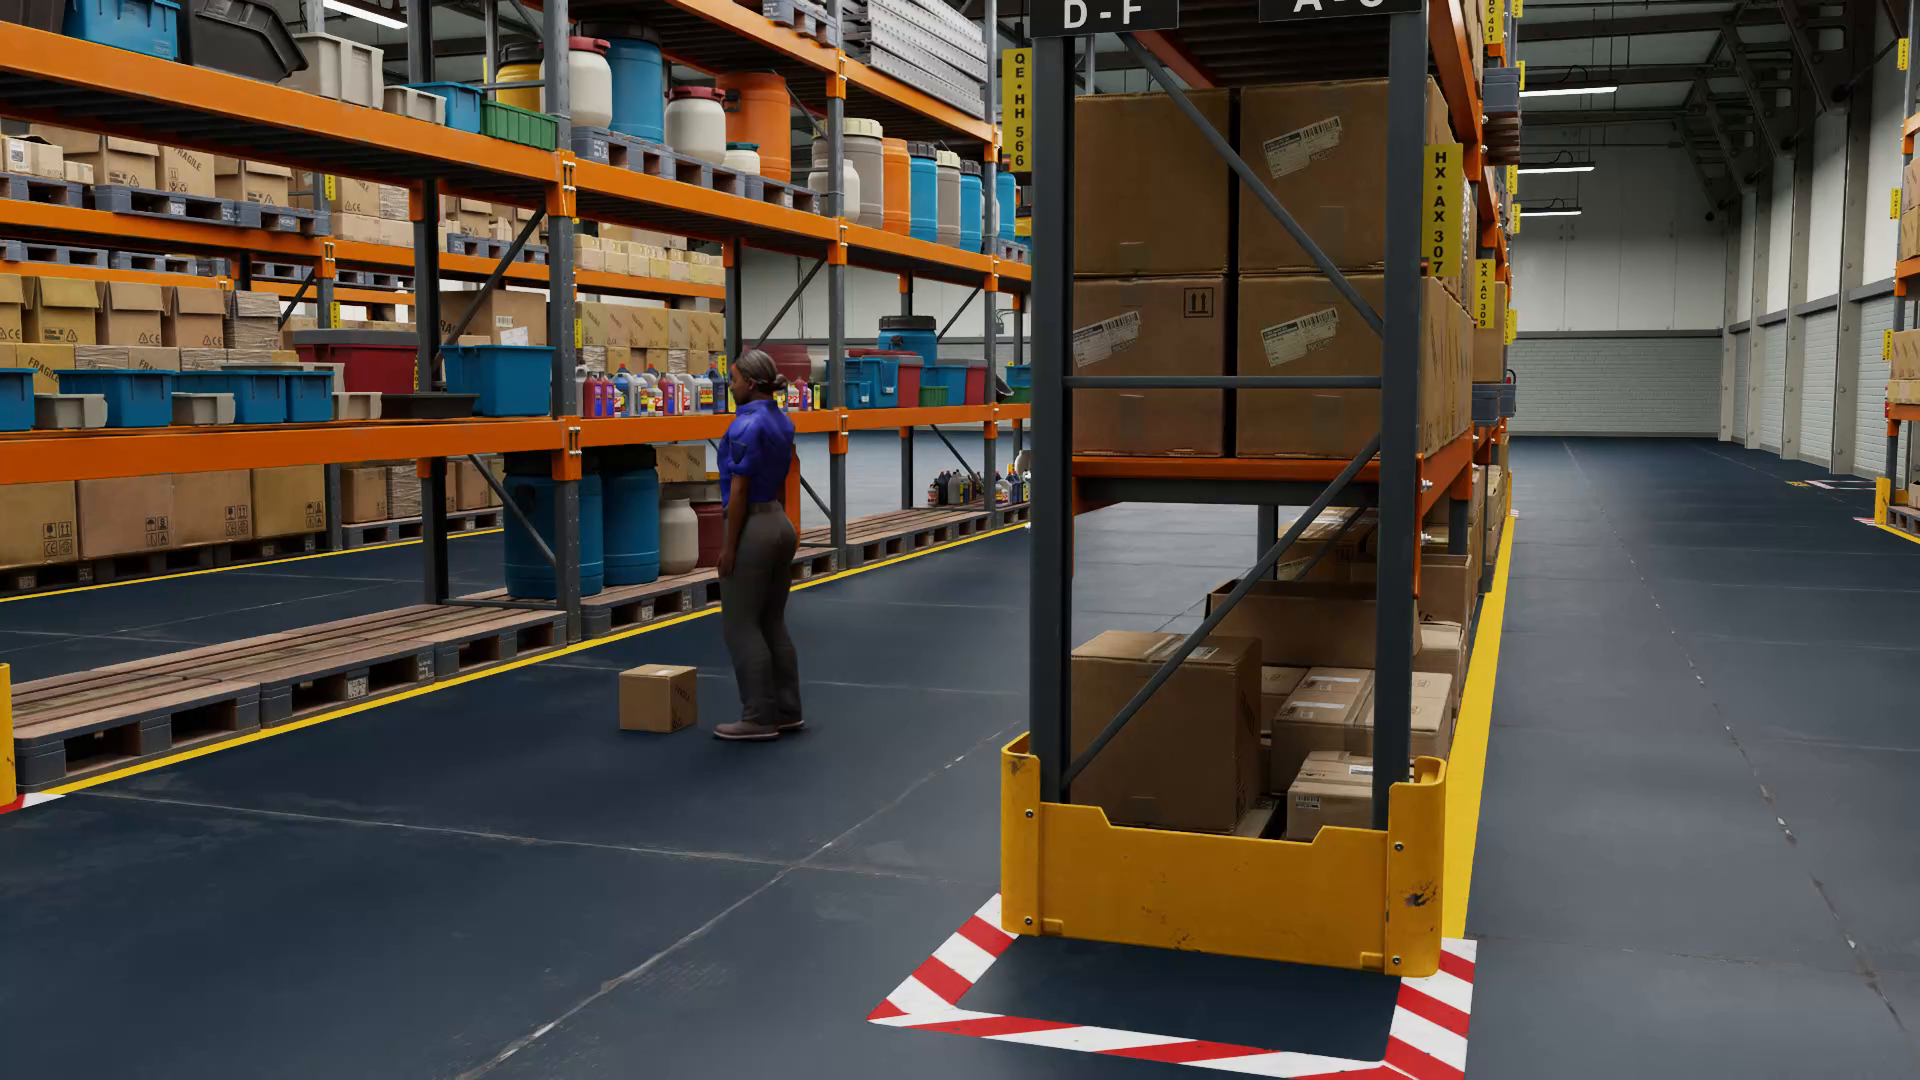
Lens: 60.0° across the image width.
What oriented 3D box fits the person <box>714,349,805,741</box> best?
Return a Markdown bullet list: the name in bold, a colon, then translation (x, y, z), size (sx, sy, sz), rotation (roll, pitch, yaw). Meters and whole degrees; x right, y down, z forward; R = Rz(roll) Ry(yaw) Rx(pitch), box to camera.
- **person**: translation (-0.876, 0.022, 7.098), size (0.303, 1.663, 0.437), rotation (2, 6, 20)
